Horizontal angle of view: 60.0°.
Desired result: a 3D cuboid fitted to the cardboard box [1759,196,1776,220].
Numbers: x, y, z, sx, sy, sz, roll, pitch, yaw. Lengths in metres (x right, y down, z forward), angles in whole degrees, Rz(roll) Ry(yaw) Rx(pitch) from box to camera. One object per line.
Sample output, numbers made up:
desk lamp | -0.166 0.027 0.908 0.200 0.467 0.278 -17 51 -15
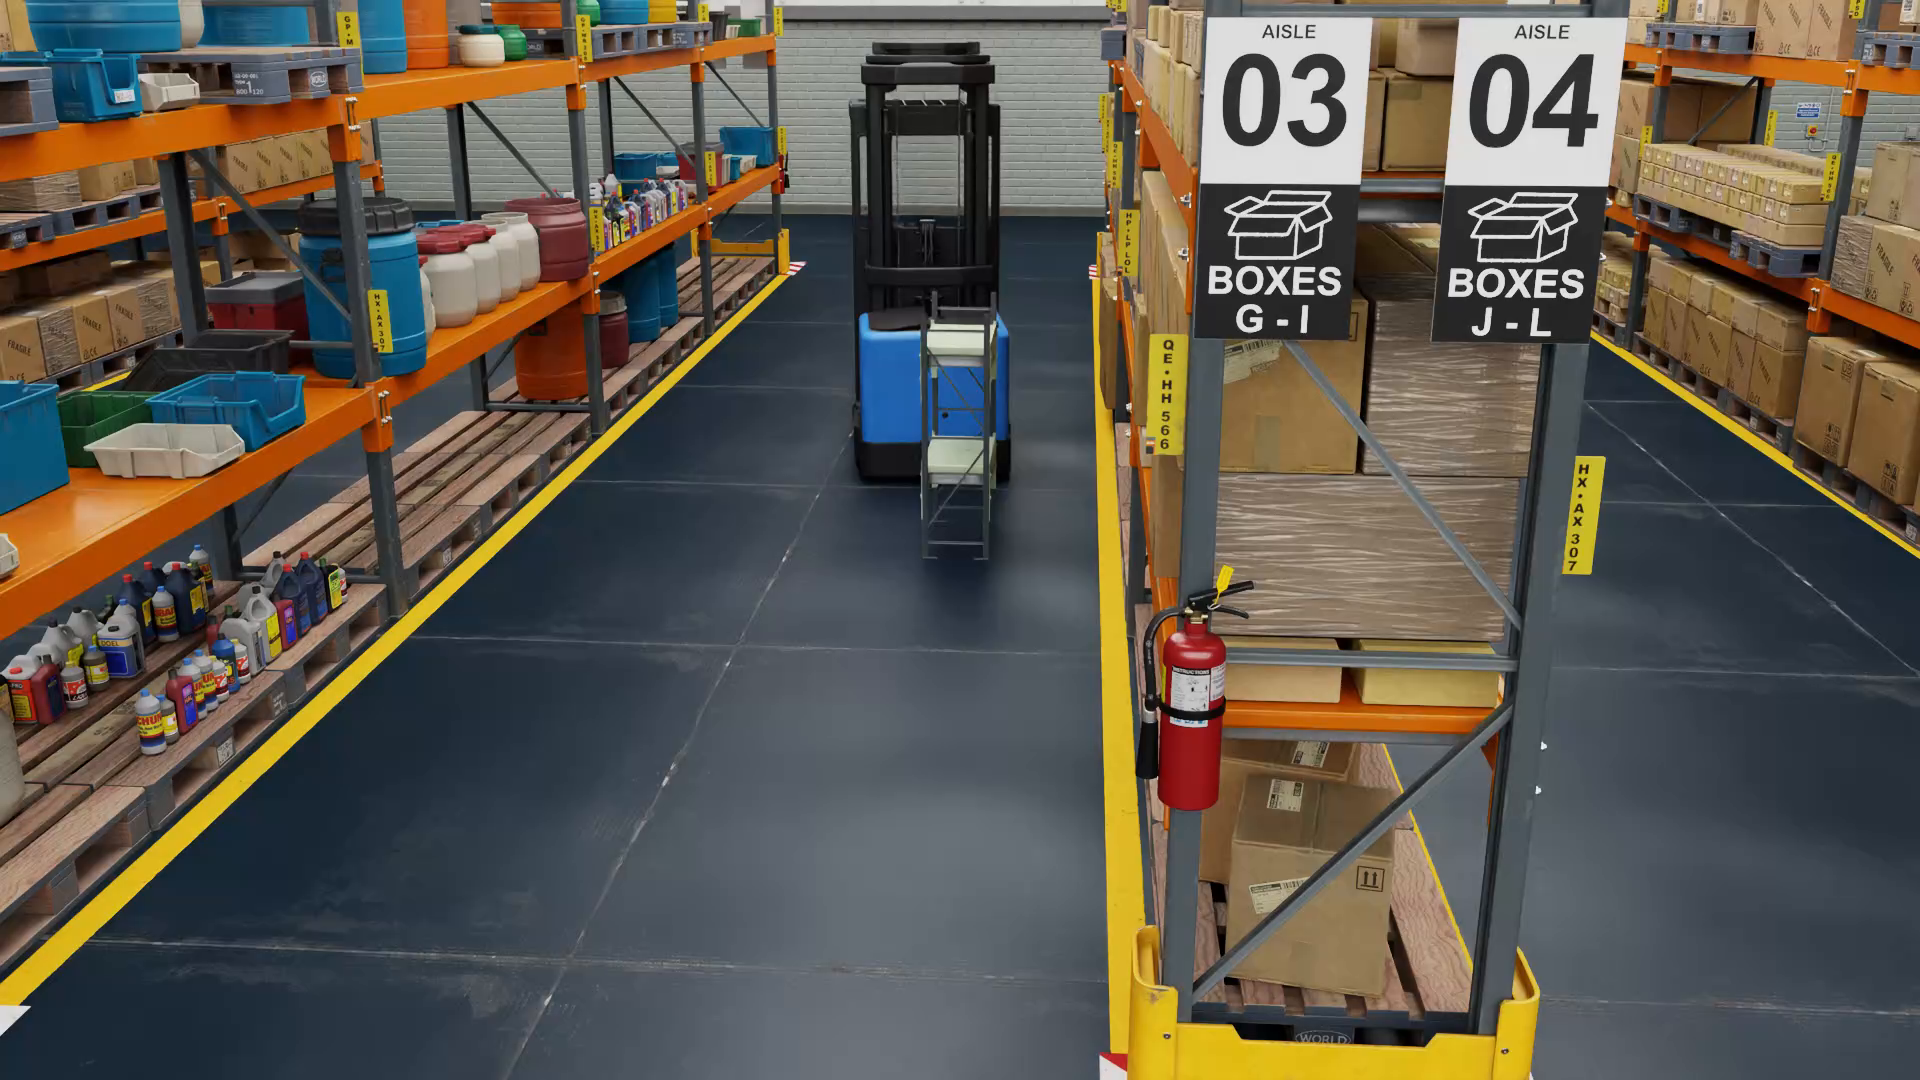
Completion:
cardboard box | 6.213 -2.475 12.412 0.380 0.149 0.250 2 18 6

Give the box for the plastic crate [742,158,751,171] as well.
plastic crate | -2.606 -4.301 19.058 0.396 0.136 0.243 1 18 4

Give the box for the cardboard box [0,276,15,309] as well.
cardboard box | -8.374 -2.063 14.004 0.500 0.250 0.500 2 18 6

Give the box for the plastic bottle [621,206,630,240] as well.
plastic bottle | -2.811 -2.648 13.895 0.097 0.271 0.097 0 18 0

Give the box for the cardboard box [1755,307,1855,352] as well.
cardboard box | 6.401 -1.594 12.605 0.500 0.250 0.500 1 18 3

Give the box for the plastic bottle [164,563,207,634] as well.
plastic bottle | -3.881 0.277 8.309 0.144 0.351 0.185 1 18 4

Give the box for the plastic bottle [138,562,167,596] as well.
plastic bottle | -4.025 0.273 8.319 0.144 0.351 0.185 2 18 5

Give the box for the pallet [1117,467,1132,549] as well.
pallet | 1.526 -0.204 10.706 1.003 0.211 1.213 1 18 4

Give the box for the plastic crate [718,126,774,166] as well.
plastic crate | -2.531 -4.682 19.741 0.616 0.435 0.499 1 18 4

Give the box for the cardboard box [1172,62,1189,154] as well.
cardboard box | 0.914 -1.330 5.087 0.500 0.250 0.500 1 18 4

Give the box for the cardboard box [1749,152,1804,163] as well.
cardboard box | 7.009 -3.238 14.262 0.380 0.149 0.250 1 18 4

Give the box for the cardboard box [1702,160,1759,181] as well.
cardboard box | 6.306 -3.015 13.581 0.380 0.149 0.250 2 18 6

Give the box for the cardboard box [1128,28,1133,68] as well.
cardboard box | 1.349 -3.204 10.807 0.500 0.250 0.500 2 18 5

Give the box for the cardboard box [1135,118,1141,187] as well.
cardboard box | 1.792 -3.103 13.303 0.797 0.503 0.637 2 18 5

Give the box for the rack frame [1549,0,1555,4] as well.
rack frame | 7.187 -7.343 18.380 1.000 3.000 0.127 1 18 4

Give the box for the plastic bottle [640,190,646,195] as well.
plastic bottle | -2.873 -3.038 15.085 0.097 0.271 0.097 0 18 0

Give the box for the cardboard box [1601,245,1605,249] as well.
cardboard box | 6.801 -3.136 18.124 0.380 0.149 0.250 2 18 6

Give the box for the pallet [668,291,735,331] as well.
pallet | -2.966 -2.406 17.428 1.003 0.211 1.213 1 18 4

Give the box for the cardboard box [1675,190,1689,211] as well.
cardboard box | 6.341 -2.897 14.176 0.380 0.149 0.250 0 18 1

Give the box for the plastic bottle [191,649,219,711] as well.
plastic bottle | -3.367 0.618 7.394 0.097 0.271 0.097 0 18 0

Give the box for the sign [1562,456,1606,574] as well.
sign | 1.642 -0.064 4.411 0.100 0.325 0.005 1 18 4

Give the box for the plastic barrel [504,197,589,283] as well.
plastic barrel | -2.997 -2.174 12.021 0.600 0.536 0.708 1 18 4

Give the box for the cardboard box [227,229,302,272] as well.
cardboard box | -7.790 -3.220 18.737 0.797 0.503 0.637 1 18 4

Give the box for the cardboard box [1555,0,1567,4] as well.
cardboard box | 6.896 -5.950 18.385 0.500 0.250 0.500 2 18 5

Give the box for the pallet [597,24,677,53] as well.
pallet | -3.017 -4.240 14.032 1.003 0.211 1.213 1 18 4

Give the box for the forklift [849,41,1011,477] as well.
forklift | -0.270 -2.242 12.559 1.130 2.935 3.031 -1 18 -4

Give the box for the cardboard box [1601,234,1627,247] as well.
cardboard box | 7.327 -3.373 18.847 0.380 0.149 0.250 2 18 5

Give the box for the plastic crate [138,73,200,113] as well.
plastic crate | -3.265 -1.810 6.737 0.243 0.136 0.396 1 18 4

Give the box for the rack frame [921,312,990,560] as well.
rack frame | -0.027 -0.597 9.836 0.400 1.500 0.023 1 18 4

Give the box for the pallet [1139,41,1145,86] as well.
pallet | 1.538 -2.433 8.514 1.213 0.211 1.003 1 18 4

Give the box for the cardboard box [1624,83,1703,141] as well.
cardboard box | 6.665 -4.066 15.770 0.500 0.500 0.500 1 18 2

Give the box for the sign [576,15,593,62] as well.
sign | -2.717 -3.626 12.021 0.100 0.325 0.005 1 18 4

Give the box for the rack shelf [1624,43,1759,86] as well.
rack shelf | 7.044 -4.954 17.064 1.077 0.370 4.000 1 18 4

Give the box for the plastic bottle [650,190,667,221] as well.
plastic bottle | -2.748 -3.044 15.094 0.152 0.276 0.135 1 18 4

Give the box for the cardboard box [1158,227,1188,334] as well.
cardboard box | 0.962 -0.816 5.851 0.500 0.500 0.500 1 18 4

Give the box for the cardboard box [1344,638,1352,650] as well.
cardboard box | 1.396 0.294 5.111 0.380 0.149 0.250 1 18 4

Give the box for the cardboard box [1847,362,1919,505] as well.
cardboard box | 6.421 -0.679 10.617 1.050 0.750 0.750 2 18 5

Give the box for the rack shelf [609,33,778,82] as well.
rack shelf | -2.836 -5.207 17.835 1.077 0.370 4.000 1 18 4

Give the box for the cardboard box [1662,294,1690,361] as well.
cardboard box | 6.547 -1.873 14.663 0.500 0.500 0.500 2 18 6

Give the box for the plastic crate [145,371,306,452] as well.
plastic crate | -3.362 -0.597 7.667 0.499 0.251 0.616 1 18 4

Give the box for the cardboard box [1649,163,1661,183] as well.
cardboard box | 6.397 -3.279 14.863 0.380 0.149 0.250 1 18 3

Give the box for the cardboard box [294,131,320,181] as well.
cardboard box | -7.505 -4.286 18.526 0.500 0.500 0.500 1 18 3

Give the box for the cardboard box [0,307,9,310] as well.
cardboard box | -8.374 -1.689 14.067 0.500 0.500 0.500 2 18 6

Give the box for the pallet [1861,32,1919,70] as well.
pallet | 6.621 -3.142 10.680 1.213 0.211 1.003 2 18 6

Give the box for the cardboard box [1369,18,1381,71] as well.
cardboard box | 0.945 -1.380 4.600 0.380 0.149 0.250 1 18 2

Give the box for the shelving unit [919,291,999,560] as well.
shelving unit | 0.000 -0.711 10.183 0.431 1.500 0.755 1 18 4

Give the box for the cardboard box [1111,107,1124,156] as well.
cardboard box | 1.727 -3.967 16.271 0.500 0.500 0.500 2 18 5

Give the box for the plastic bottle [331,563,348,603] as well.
plastic bottle | -3.268 0.223 8.714 0.097 0.201 0.097 0 18 0

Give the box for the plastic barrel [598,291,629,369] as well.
plastic barrel | -3.167 -1.817 14.348 0.600 0.588 0.708 1 18 4

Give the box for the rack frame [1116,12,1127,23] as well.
rack frame | 1.961 -6.243 15.023 1.000 3.000 0.127 1 18 4

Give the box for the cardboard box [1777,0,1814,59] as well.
cardboard box | 6.424 -3.819 12.283 0.500 0.500 0.500 1 18 4

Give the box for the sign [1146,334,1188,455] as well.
sign | 0.548 -0.384 4.410 0.100 0.325 0.005 1 18 4

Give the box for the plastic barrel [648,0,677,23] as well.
plastic barrel | -2.843 -4.929 14.854 0.600 0.588 0.600 0 18 0

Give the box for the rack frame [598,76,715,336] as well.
rack frame | -2.980 -3.502 16.294 1.000 3.000 0.127 1 18 4

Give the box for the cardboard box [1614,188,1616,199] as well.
cardboard box | 6.763 -3.467 16.589 0.380 0.149 0.250 1 18 2
